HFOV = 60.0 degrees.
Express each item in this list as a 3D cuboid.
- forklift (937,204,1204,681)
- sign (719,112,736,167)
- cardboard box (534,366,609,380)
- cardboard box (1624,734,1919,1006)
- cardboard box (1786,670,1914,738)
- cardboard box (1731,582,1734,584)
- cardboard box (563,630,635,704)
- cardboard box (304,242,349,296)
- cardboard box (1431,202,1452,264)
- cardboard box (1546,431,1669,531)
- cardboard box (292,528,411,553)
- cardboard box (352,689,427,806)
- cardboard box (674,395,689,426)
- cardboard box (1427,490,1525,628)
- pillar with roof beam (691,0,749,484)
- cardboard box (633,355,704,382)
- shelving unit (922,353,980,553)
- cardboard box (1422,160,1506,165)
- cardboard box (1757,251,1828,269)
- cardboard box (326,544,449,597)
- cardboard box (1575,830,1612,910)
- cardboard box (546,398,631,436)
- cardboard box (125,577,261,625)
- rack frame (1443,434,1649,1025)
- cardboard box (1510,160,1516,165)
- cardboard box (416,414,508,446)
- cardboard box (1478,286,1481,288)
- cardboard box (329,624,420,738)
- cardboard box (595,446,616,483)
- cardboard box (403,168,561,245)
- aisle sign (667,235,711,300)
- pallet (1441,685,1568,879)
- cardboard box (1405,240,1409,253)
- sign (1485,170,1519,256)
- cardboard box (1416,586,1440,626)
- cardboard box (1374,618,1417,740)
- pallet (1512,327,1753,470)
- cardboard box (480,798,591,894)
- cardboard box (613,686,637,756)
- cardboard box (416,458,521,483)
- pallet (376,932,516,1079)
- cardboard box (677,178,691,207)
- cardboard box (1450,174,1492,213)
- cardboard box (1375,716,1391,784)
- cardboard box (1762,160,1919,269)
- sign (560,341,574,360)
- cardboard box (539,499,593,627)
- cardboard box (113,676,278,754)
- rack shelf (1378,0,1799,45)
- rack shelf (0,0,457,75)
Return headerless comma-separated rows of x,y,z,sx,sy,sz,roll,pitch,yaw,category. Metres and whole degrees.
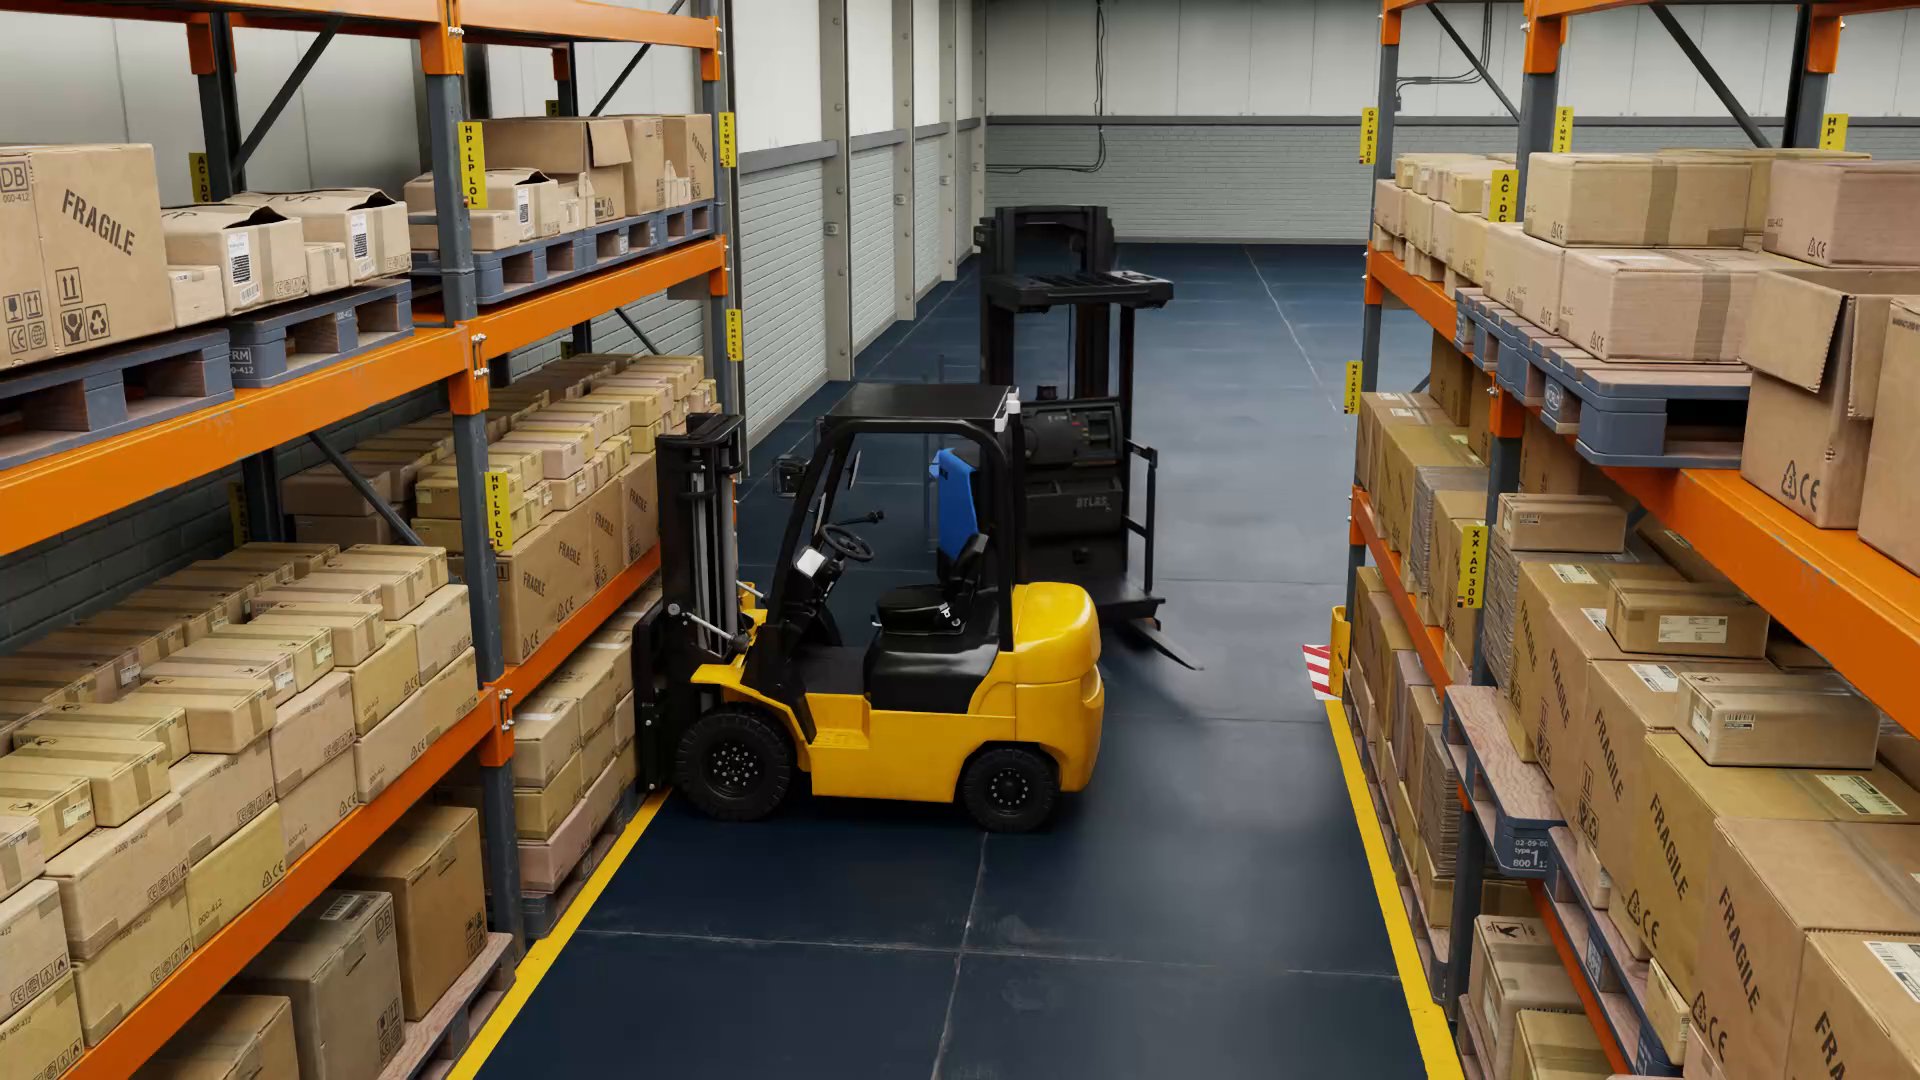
0.749,-0.750,11.320,1.130,2.935,3.031,-5,16,-17,forklift
-1.436,-2.464,10.238,0.100,0.325,0.005,2,15,6,sign
-2.303,-0.935,9.870,0.380,0.149,0.250,2,15,7,cardboard box
1.934,0.787,3.938,0.500,0.500,0.500,1,15,2,cardboard box
2.506,0.666,4.386,0.500,0.500,0.500,1,15,4,cardboard box
2.615,0.134,5.113,0.380,0.149,0.250,1,15,5,cardboard box
-1.946,0.655,8.542,0.500,0.250,0.500,2,15,8,cardboard box
-2.247,-0.893,5.456,0.380,0.149,0.250,2,15,6,cardboard box
2.418,-1.369,7.448,0.500,0.250,0.500,1,15,5,cardboard box
2.773,-0.246,6.650,0.700,0.500,0.500,2,15,6,cardboard box
-2.643,0.218,7.418,0.500,0.500,0.500,2,15,6,cardboard box
-2.273,0.732,5.996,0.500,0.250,0.500,2,15,6,cardboard box
-1.824,-0.777,9.856,0.380,0.149,0.250,2,15,7,cardboard box
2.362,0.088,7.330,0.500,0.500,0.500,2,15,8,cardboard box
2.007,-4.818,14.741,9.100,9.000,0.400,2,15,6,pillar with roof beam
-1.805,-1.053,10.304,0.380,0.149,0.250,2,15,6,cardboard box
0.010,-0.746,14.048,0.538,1.500,1.048,2,15,6,shelving unit
2.579,-1.868,8.532,0.380,0.149,0.250,2,15,6,cardboard box
2.465,-0.623,4.457,0.500,0.250,0.500,2,15,7,cardboard box
-2.243,0.124,6.521,0.380,0.149,0.250,2,15,8,cardboard box
1.956,0.926,4.669,0.380,0.149,0.250,2,15,8,cardboard box
-1.972,-0.655,8.833,0.380,0.149,0.250,2,15,7,cardboard box
-2.789,0.247,6.068,0.380,0.149,0.250,2,15,6,cardboard box
2.507,0.536,6.434,1.000,3.000,0.127,2,15,6,rack frame
3.022,-1.857,8.490,0.380,0.149,0.250,2,15,6,cardboard box
-2.513,-0.537,8.398,0.380,0.149,0.250,2,15,6,cardboard box
2.361,-1.012,6.892,0.380,0.149,0.250,2,15,7,cardboard box
-2.277,0.490,5.932,0.500,0.250,0.500,1,15,5,cardboard box
-1.955,-0.377,8.375,0.380,0.149,0.250,1,15,4,cardboard box
-2.089,-1.474,7.294,0.500,0.311,0.500,2,15,7,cardboard box
-1.674,-1.910,10.499,0.394,0.787,0.004,2,15,6,aisle sign
2.277,0.822,5.742,1.003,0.211,1.213,2,15,6,pallet
2.591,-1.548,8.877,0.380,0.149,0.250,2,15,6,cardboard box
1.967,-1.176,6.027,0.100,0.325,0.005,2,15,6,sign
2.352,0.301,7.783,0.380,0.149,0.250,1,15,5,cardboard box
2.472,0.734,8.728,0.500,0.500,0.500,2,15,7,cardboard box
2.218,-0.395,4.491,1.213,0.211,1.003,2,15,6,pallet
-2.041,1.400,7.703,0.500,0.250,0.500,2,15,7,cardboard box
-1.941,0.897,8.604,0.500,0.250,0.500,2,15,6,cardboard box
-2.172,-0.259,7.370,0.380,0.149,0.250,2,15,7,cardboard box
-2.469,1.929,6.624,1.003,0.211,1.213,2,15,6,pallet
-1.765,-2.001,9.553,0.380,0.149,0.250,1,15,5,cardboard box
2.297,-1.470,7.059,0.380,0.149,0.250,2,15,8,cardboard box
2.479,1.098,8.817,0.500,0.250,0.500,3,15,10,cardboard box
2.475,-0.864,4.391,0.500,0.250,0.500,2,15,7,cardboard box
-2.524,-1.121,10.750,0.100,0.325,0.005,2,15,6,sign
-2.073,0.099,7.856,0.500,0.500,0.500,2,15,7,cardboard box
-2.311,0.528,5.030,0.380,0.149,0.250,1,15,5,cardboard box
2.733,-2.530,7.663,1.077,0.370,4.000,2,15,6,rack shelf
-2.651,-1.446,4.416,1.077,0.370,4.000,2,15,6,rack shelf
